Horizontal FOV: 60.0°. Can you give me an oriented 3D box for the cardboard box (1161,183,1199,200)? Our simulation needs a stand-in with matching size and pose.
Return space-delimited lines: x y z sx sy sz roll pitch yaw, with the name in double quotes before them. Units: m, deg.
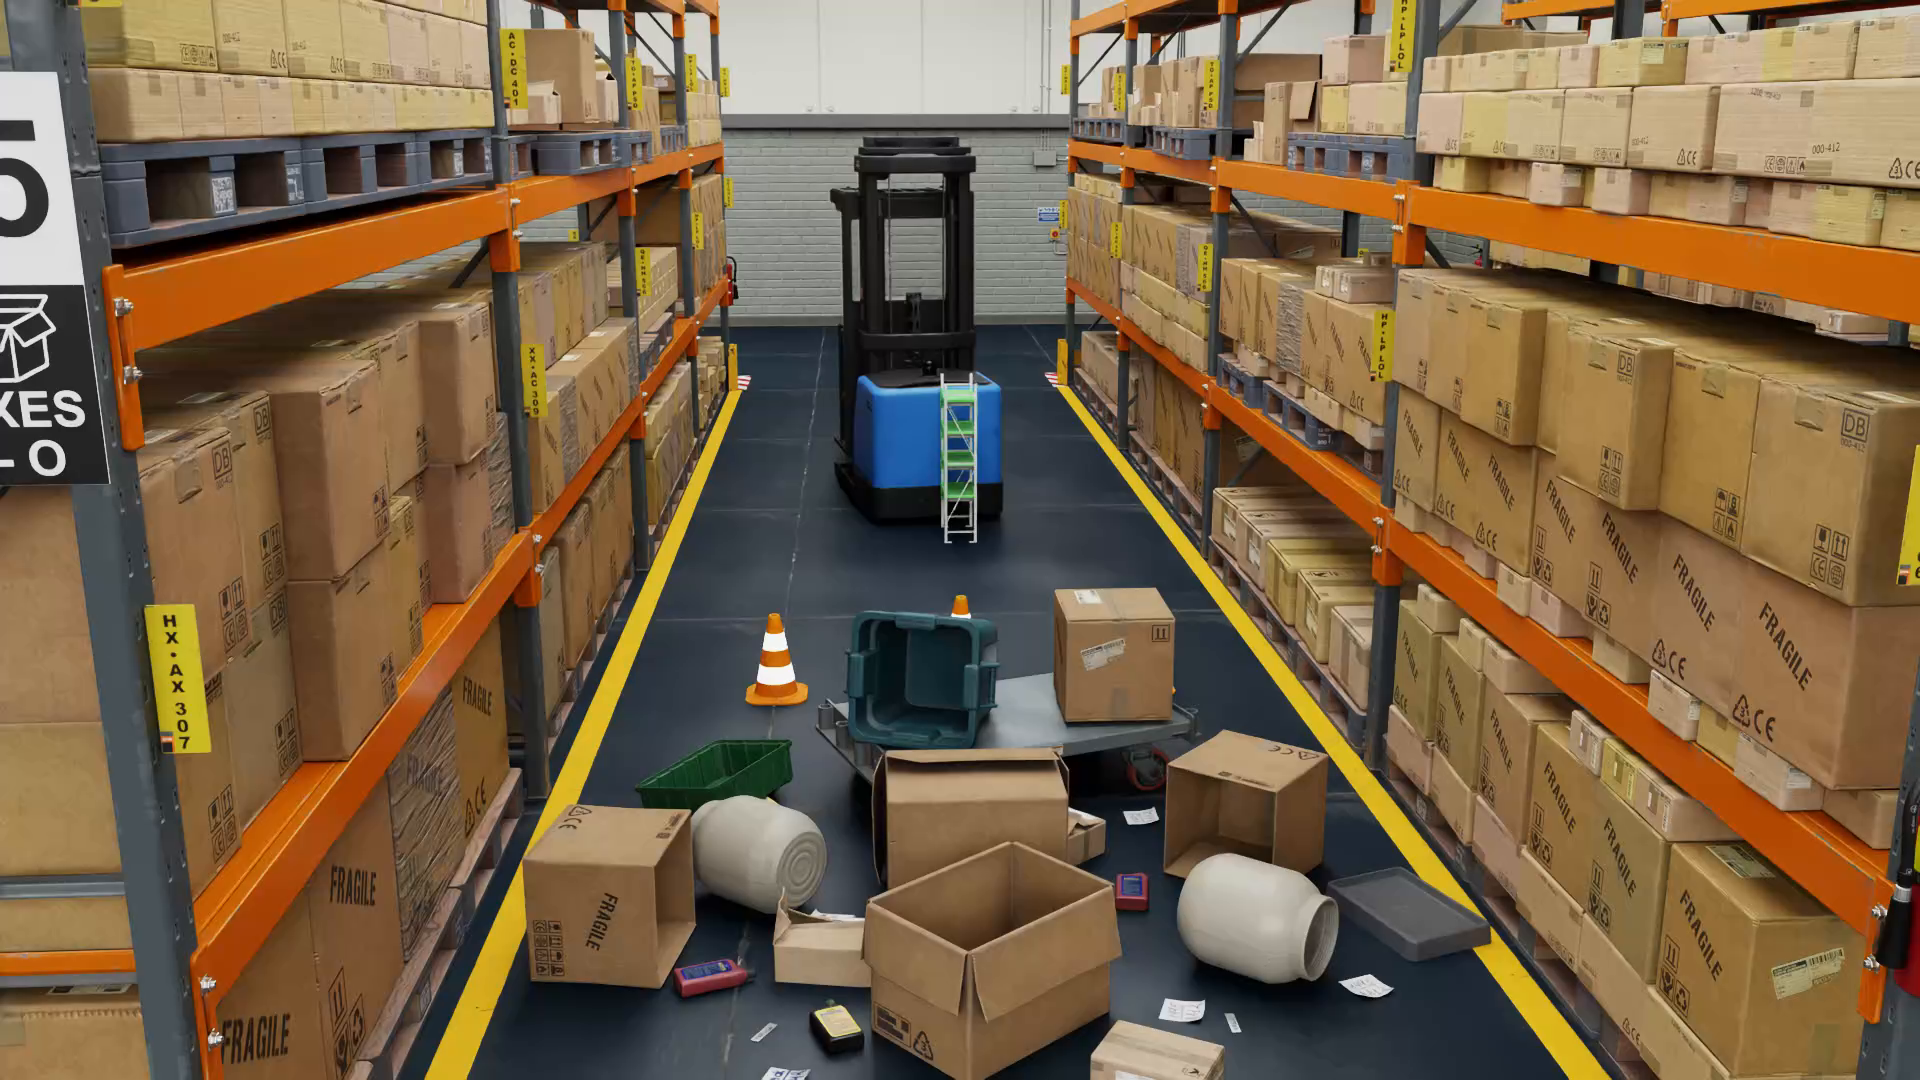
"cardboard box" 2.152 -3.385 16.154 0.380 0.149 0.250 -1 14 -4

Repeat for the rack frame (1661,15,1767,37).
"rack frame" 6.957 -5.312 15.114 1.000 3.000 0.127 -1 14 -3

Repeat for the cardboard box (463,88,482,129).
"cardboard box" -2.078 -1.673 6.449 0.380 0.149 0.250 -1 14 -3

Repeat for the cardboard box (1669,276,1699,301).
"cardboard box" 6.796 -2.406 14.815 0.700 0.500 0.500 -1 14 -3

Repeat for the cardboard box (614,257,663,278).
"cardboard box" -2.652 -2.243 13.693 0.380 0.149 0.250 -1 14 -5

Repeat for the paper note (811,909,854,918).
"paper note" -0.525 1.513 6.601 0.172 0.023 0.155 4 15 16

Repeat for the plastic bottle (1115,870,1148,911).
"plastic bottle" 0.707 1.433 6.834 0.133 0.061 0.283 2 15 6

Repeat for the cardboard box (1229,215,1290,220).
"cardboard box" 2.379 -2.371 13.516 0.500 0.500 0.500 -1 14 -3

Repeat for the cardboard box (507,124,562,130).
"cardboard box" -2.973 -2.872 11.450 0.500 0.500 0.500 -1 14 -3

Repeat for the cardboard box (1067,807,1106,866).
"cardboard box" 0.407 1.220 7.252 0.258 0.266 0.396 -13 20 -42

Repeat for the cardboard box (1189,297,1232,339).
"cardboard box" 1.967 -1.621 12.103 0.500 0.250 0.500 -1 14 -4

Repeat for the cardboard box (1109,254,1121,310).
"cardboard box" 1.719 -2.489 15.981 0.500 0.500 0.500 -1 14 -3

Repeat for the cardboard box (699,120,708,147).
"cardboard box" -2.750 -3.981 16.262 0.500 0.250 0.500 0 14 -1

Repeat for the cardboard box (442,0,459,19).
"cardboard box" -2.064 -1.996 6.105 0.380 0.149 0.250 -1 14 -4

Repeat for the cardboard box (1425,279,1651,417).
"cardboard box" 2.319 -0.776 6.720 0.700 0.500 0.500 -1 14 -3

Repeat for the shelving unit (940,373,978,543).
"shelving unit" -0.010 -0.622 12.537 0.258 1.200 0.503 -1 14 -3

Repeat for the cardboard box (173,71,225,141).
"cardboard box" -1.906 -0.980 3.756 0.380 0.149 0.250 -1 14 -3

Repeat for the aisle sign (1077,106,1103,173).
"aisle sign" 1.461 -4.597 19.155 0.394 0.787 0.004 -1 14 -3

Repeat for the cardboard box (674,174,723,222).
"cardboard box" -2.903 -3.789 18.430 0.500 0.500 0.500 -1 14 -5

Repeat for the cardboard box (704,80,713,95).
"cardboard box" -2.807 -4.769 17.520 0.380 0.149 0.250 -1 14 -3

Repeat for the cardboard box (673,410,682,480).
"cardboard box" -2.575 -0.785 13.732 0.500 0.500 0.500 -1 14 -5

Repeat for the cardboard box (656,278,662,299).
"cardboard box" -2.624 -2.030 13.461 0.380 0.149 0.250 -1 14 -3

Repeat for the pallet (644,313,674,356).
"pallet" -2.847 -1.632 13.234 1.003 0.211 1.213 -1 14 -3

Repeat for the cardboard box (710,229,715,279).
"cardboard box" -2.806 -2.929 17.093 0.500 0.500 0.500 0 14 -1

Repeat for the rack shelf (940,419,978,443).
"rack shelf" -0.010 -0.793 12.493 0.258 0.148 0.480 -1 14 -3

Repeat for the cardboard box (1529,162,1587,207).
"cardboard box" 2.265 -1.268 5.918 0.380 0.149 0.250 -1 14 -5

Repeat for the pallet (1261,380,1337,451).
"pallet" 2.414 -0.750 9.807 1.003 0.211 1.213 -1 14 -3

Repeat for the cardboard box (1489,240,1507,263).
"cardboard box" 6.468 -3.356 19.255 0.500 0.250 0.500 -1 14 -3

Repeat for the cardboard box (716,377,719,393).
"cardboard box" -2.784 -1.665 17.855 0.380 0.149 0.250 -2 15 -6

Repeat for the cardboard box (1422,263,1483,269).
"cardboard box" 2.652 -1.441 9.164 0.380 0.149 0.250 0 14 0

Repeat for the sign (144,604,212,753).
"sign" -1.634 0.292 3.476 0.100 0.325 0.005 -1 14 -3

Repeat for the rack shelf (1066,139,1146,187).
"rack shelf" 1.879 -3.931 17.209 1.077 0.370 4.000 -1 14 -3

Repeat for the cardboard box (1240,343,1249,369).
"cardboard box" 2.040 -1.193 10.805 0.380 0.149 0.250 -2 15 -7

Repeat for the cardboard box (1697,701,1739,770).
"cardboard box" 2.389 0.562 4.828 0.380 0.149 0.250 -1 14 -4

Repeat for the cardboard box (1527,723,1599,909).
"cardboard box" 2.376 0.969 5.909 0.500 0.500 0.500 -1 14 -5

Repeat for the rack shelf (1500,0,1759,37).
"rack shelf" 6.833 -5.460 17.137 1.077 0.370 4.000 -1 14 -3

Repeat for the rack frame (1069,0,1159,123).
"rack frame" 1.755 -6.230 18.679 1.000 3.000 0.127 -1 14 -3

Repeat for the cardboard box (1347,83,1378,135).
"cardboard box" 2.291 -2.192 8.465 0.500 0.250 0.500 -1 14 -3

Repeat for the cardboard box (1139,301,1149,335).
"cardboard box" 1.816 -1.887 14.141 0.500 0.250 0.500 -1 14 -4

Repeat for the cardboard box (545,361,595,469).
"cardboard box" -2.260 -0.672 8.916 0.500 0.500 0.500 -1 14 -4

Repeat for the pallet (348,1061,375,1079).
"pallet" -2.316 1.909 4.682 1.003 0.211 1.213 -1 14 -3

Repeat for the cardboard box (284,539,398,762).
"cardboard box" -2.221 0.315 4.983 0.875 0.550 0.550 -1 14 -3

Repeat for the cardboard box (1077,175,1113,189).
"cardboard box" 1.490 -3.948 18.342 0.380 0.149 0.250 0 14 -2

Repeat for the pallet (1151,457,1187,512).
"pallet" 2.204 -0.484 13.984 1.003 0.211 1.213 -1 14 -3

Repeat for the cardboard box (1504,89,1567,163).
"cardboard box" 2.312 -1.497 6.011 0.500 0.250 0.500 -1 14 -3

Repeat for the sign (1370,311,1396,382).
"sign" 1.945 -0.891 7.646 0.100 0.325 0.005 -1 14 -3

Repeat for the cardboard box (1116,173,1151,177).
"cardboard box" 1.977 -4.085 18.874 0.380 0.149 0.250 -1 14 -3

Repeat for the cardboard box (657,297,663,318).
"cardboard box" -2.625 -1.890 13.513 0.380 0.149 0.250 0 14 -1

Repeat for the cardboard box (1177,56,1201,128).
"cardboard box" 2.000 -3.282 12.201 0.700 0.500 0.500 -2 15 -6

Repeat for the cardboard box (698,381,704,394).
"cardboard box" -2.798 -1.547 16.802 0.380 0.149 0.250 0 14 -1

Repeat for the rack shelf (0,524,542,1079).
"rack shelf" -2.312 0.608 5.589 1.077 0.370 4.000 -1 14 -3

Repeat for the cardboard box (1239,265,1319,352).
"cardboard box" 2.087 -1.486 10.640 0.500 0.500 0.500 0 14 -1

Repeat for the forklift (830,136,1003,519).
"forklift" -0.479 -1.906 14.051 1.130 2.935 3.031 -3 15 -12

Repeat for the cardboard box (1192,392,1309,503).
"cardboard box" 2.291 -0.682 12.579 0.875 0.875 0.875 -1 14 -4

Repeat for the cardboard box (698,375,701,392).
"cardboard box" -2.704 -1.497 16.009 0.380 0.149 0.250 0 14 -1

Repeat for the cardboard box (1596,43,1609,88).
"cardboard box" 2.371 -1.588 5.564 0.380 0.149 0.250 -1 14 -2

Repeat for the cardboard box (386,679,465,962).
"cardboard box" -2.407 0.969 6.162 0.875 0.875 0.875 -1 14 -3
